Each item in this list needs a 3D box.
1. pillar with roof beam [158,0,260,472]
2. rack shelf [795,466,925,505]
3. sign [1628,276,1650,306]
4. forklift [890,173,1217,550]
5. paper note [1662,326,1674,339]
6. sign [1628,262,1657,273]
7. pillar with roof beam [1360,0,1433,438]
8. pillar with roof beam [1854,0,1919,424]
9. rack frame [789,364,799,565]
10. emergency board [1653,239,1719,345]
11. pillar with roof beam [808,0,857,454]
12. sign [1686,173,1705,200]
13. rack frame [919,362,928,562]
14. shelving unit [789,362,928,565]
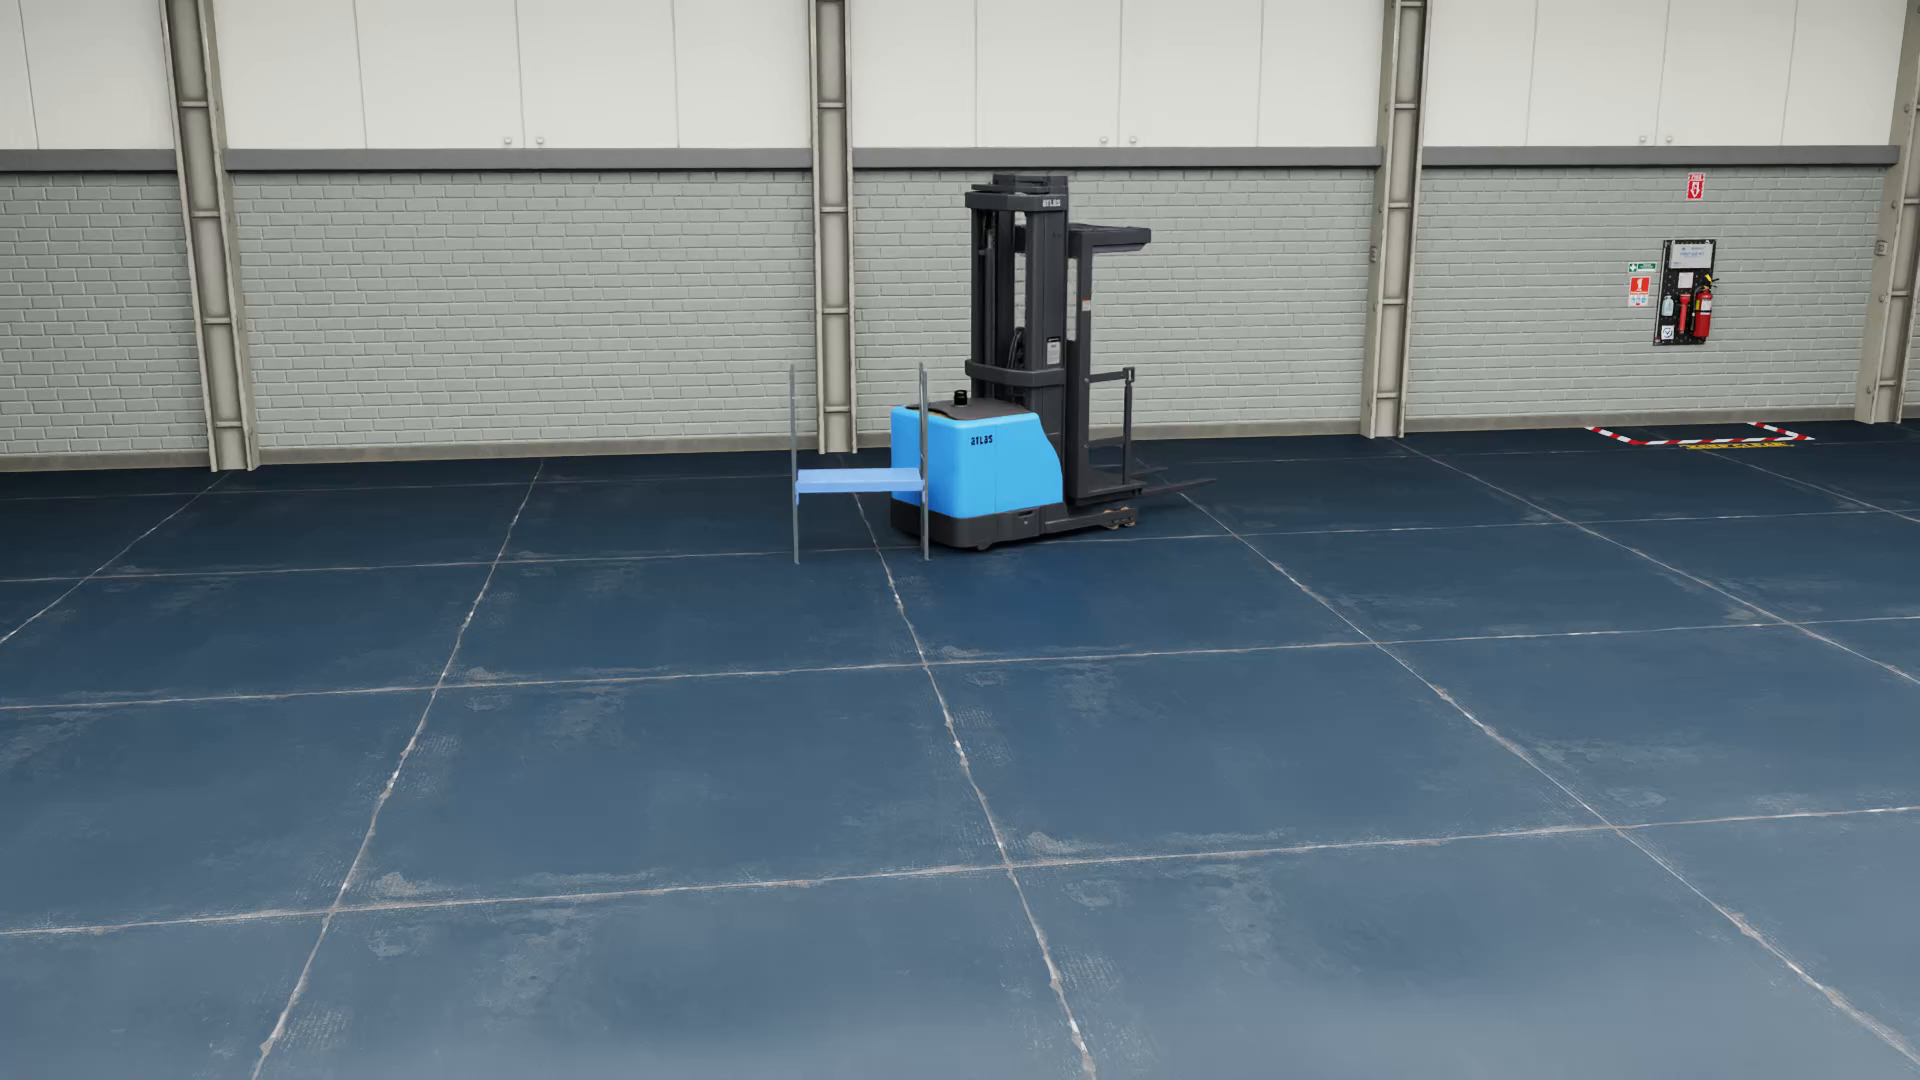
[{"bbox_3d":[-6.582,-4.049,11.368,0.400,9.000,9.100,-2,14,-8],"label":"pillar with roof beam"},{"bbox_3d":[-0.792,-0.433,13.105,1.000,0.185,0.538,-1,14,-5],"label":"rack shelf"},{"bbox_3d":[7.565,-2.769,18.522,0.234,0.329,0.001,-2,14,-8],"label":"sign"},{"bbox_3d":[0.904,-1.600,14.078,3.031,2.935,1.130,-10,17,-35],"label":"forklift"},{"bbox_3d":[7.942,-2.329,18.655,0.142,0.148,0.016,-2,14,-8],"label":"paper note"},{"bbox_3d":[7.571,-3.024,18.449,0.331,0.109,0.001,-2,14,-8],"label":"sign"},{"bbox_3d":[5.284,-4.484,13.102,0.400,9.000,9.100,-2,14,-8],"label":"pillar with roof beam"},{"bbox_3d":[11.218,-4.701,13.969,0.400,9.000,9.100,-2,14,-8],"label":"pillar with roof beam"},{"bbox_3d":[-1.298,-0.596,13.017,0.032,1.500,0.500,-1,14,-5],"label":"rack frame"},{"bbox_3d":[8.127,-2.747,18.507,0.643,1.169,0.194,-2,14,-8],"label":"emergency board"},{"bbox_3d":[-0.649,-4.266,12.235,0.400,9.000,9.100,-2,14,-8],"label":"pillar with roof beam"},{"bbox_3d":[8.104,-3.895,18.319,0.199,0.298,0.001,-2,14,-8],"label":"sign"},{"bbox_3d":[-0.286,-0.619,13.106,0.032,1.500,0.500,-1,14,-5],"label":"rack frame"},{"bbox_3d":[-0.792,-0.608,13.061,1.048,1.500,0.538,-1,14,-5],"label":"shelving unit"}]
